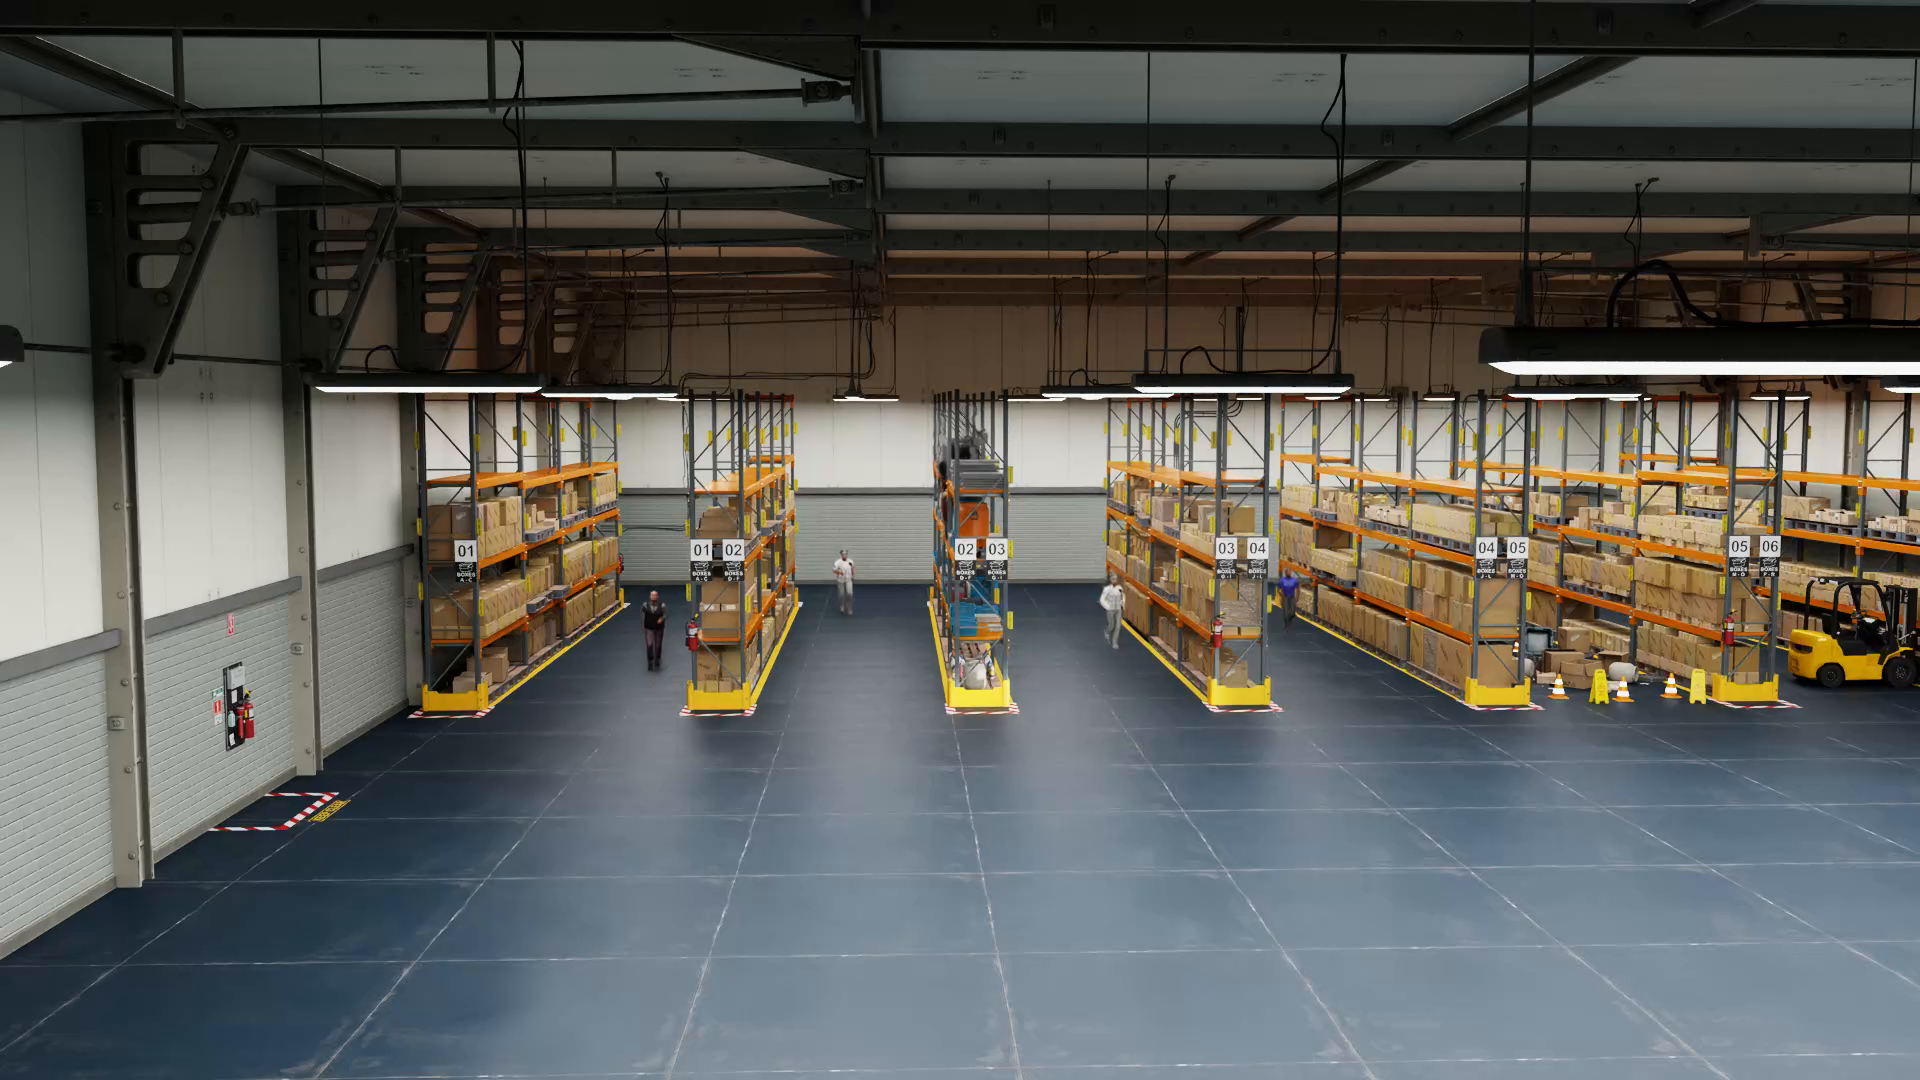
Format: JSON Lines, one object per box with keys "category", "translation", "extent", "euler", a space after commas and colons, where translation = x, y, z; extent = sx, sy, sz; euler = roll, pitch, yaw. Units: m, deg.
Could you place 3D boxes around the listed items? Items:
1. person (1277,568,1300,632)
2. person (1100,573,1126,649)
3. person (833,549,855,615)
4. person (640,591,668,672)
{"category": "person", "translation": [8.269, 1.510, 41.854], "extent": [0.601, 1.616, 0.568], "euler": [0, 5, 0]}
{"category": "person", "translation": [3.446, 1.570, 37.250], "extent": [0.617, 1.681, 0.696], "euler": [-1, 5, -13]}
{"category": "person", "translation": [-3.160, 1.153, 45.409], "extent": [0.606, 1.827, 0.822], "euler": [-1, 5, -9]}
{"category": "person", "translation": [-6.588, 1.961, 35.872], "extent": [0.579, 1.759, 0.864], "euler": [-1, 5, -14]}
